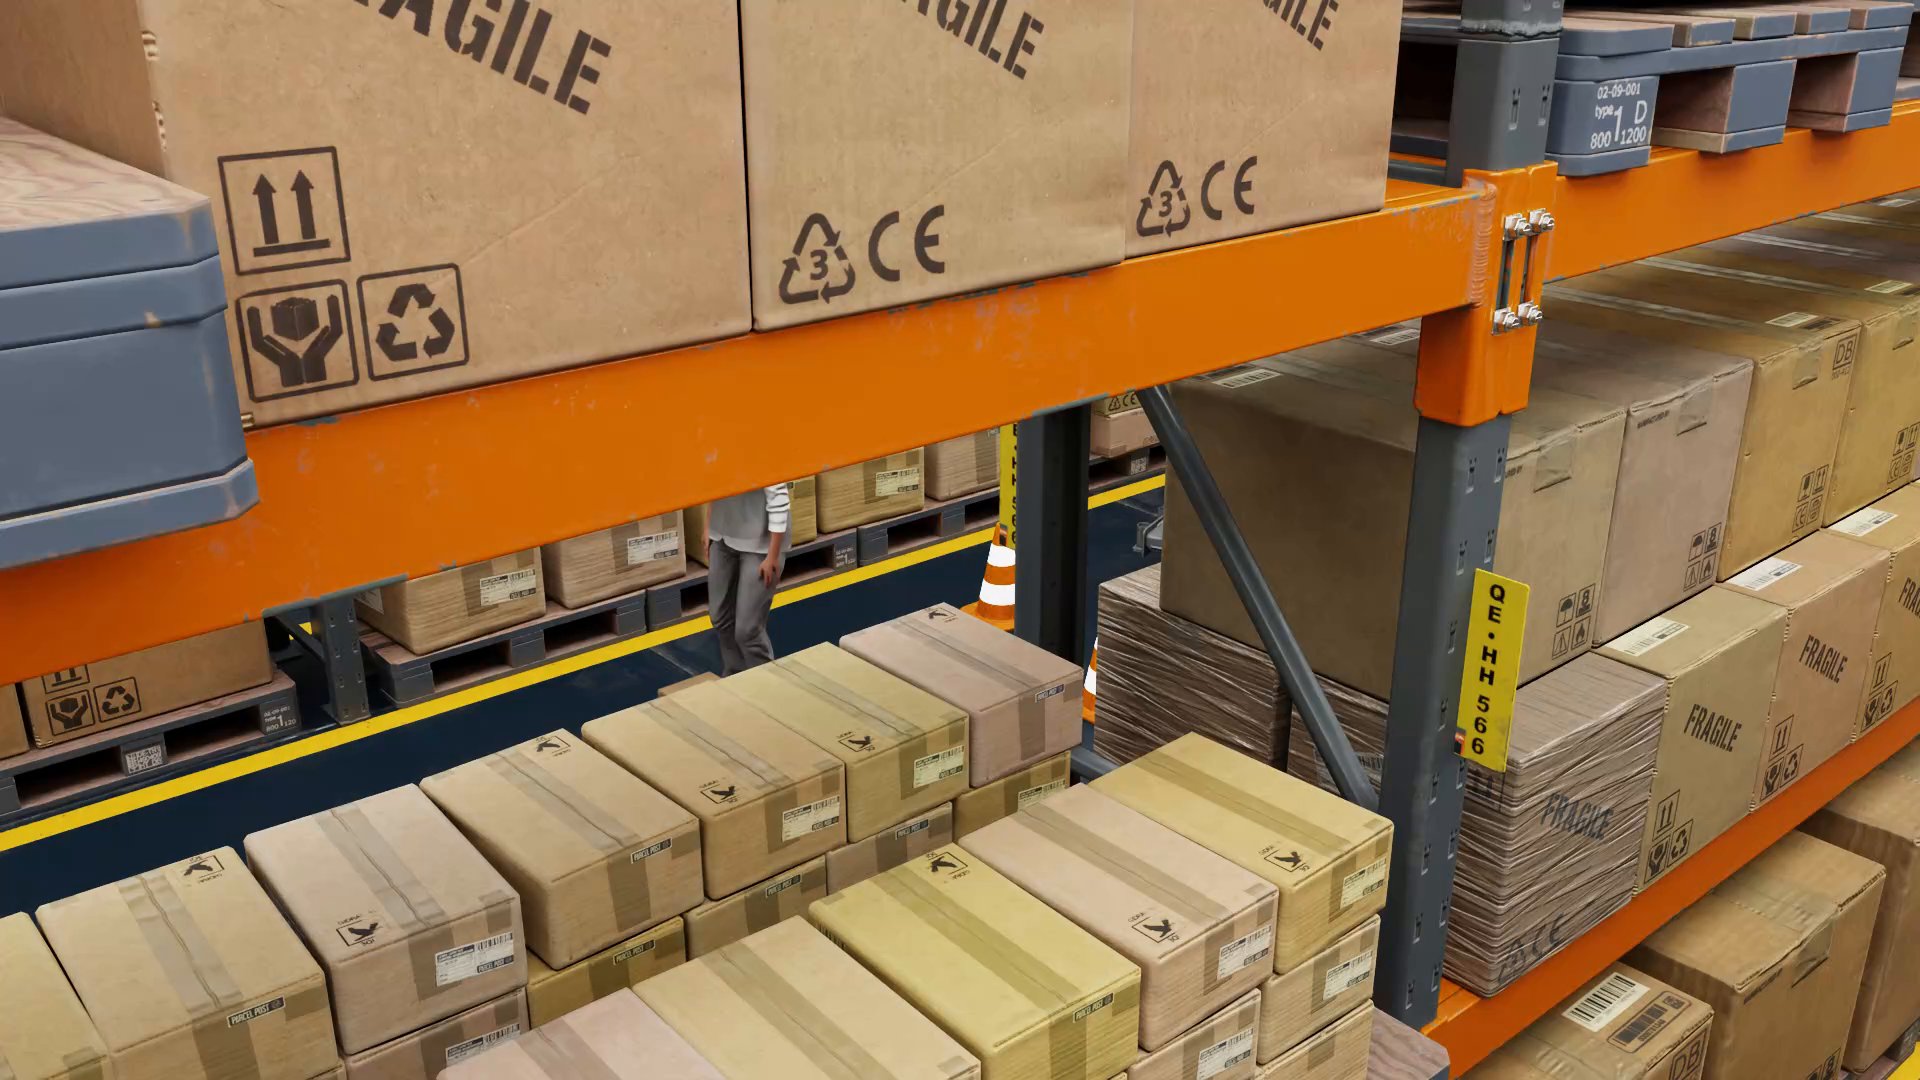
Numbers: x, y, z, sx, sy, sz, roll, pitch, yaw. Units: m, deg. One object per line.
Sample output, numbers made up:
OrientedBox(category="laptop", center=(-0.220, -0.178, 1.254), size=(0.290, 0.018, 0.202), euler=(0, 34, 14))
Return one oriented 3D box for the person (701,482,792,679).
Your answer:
OrientedBox(category="person", center=(-0.861, 0.036, 6.523), size=(0.377, 1.580, 0.470), euler=(-19, 28, -40))
